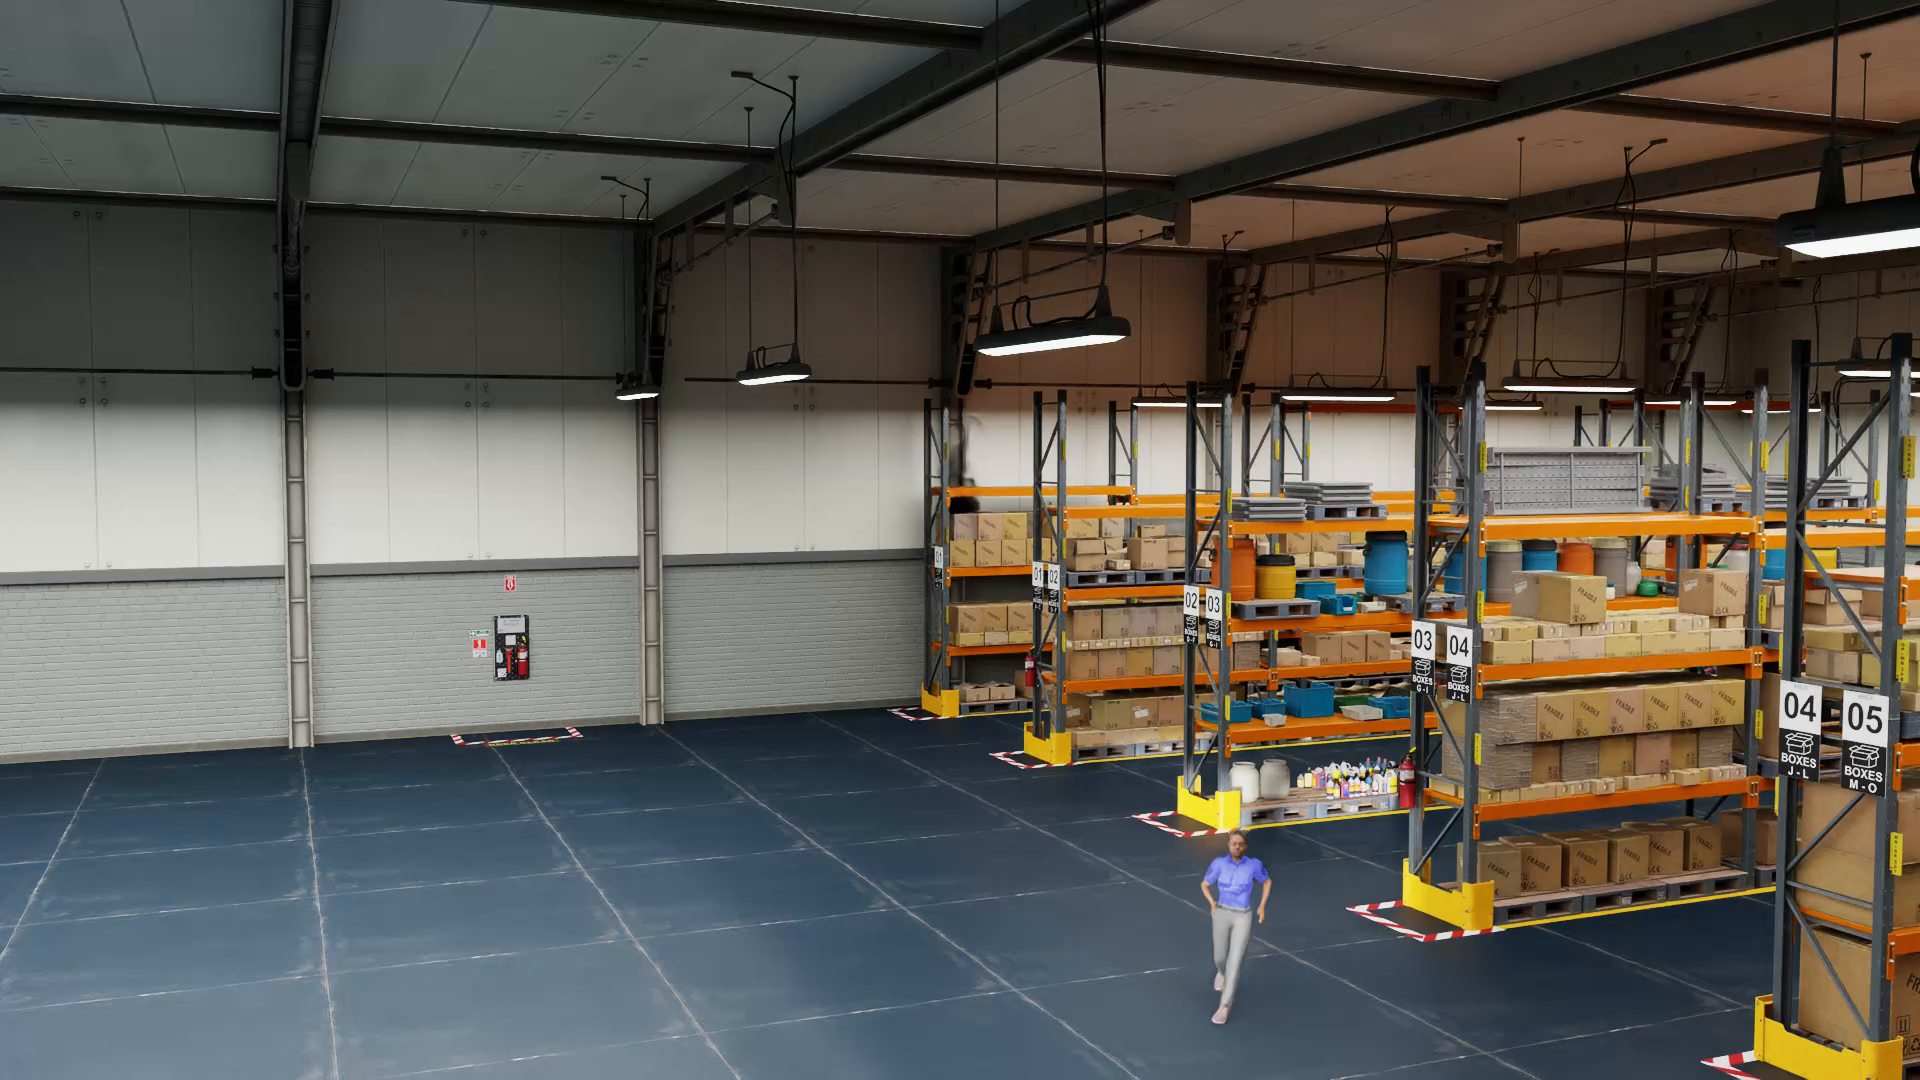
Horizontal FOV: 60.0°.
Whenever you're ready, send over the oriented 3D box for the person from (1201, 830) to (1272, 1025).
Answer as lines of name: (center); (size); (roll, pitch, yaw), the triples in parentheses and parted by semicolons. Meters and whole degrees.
person: (2.491, 3.448, 15.084); (0.618, 1.647, 0.958); (1, 4, 17)
